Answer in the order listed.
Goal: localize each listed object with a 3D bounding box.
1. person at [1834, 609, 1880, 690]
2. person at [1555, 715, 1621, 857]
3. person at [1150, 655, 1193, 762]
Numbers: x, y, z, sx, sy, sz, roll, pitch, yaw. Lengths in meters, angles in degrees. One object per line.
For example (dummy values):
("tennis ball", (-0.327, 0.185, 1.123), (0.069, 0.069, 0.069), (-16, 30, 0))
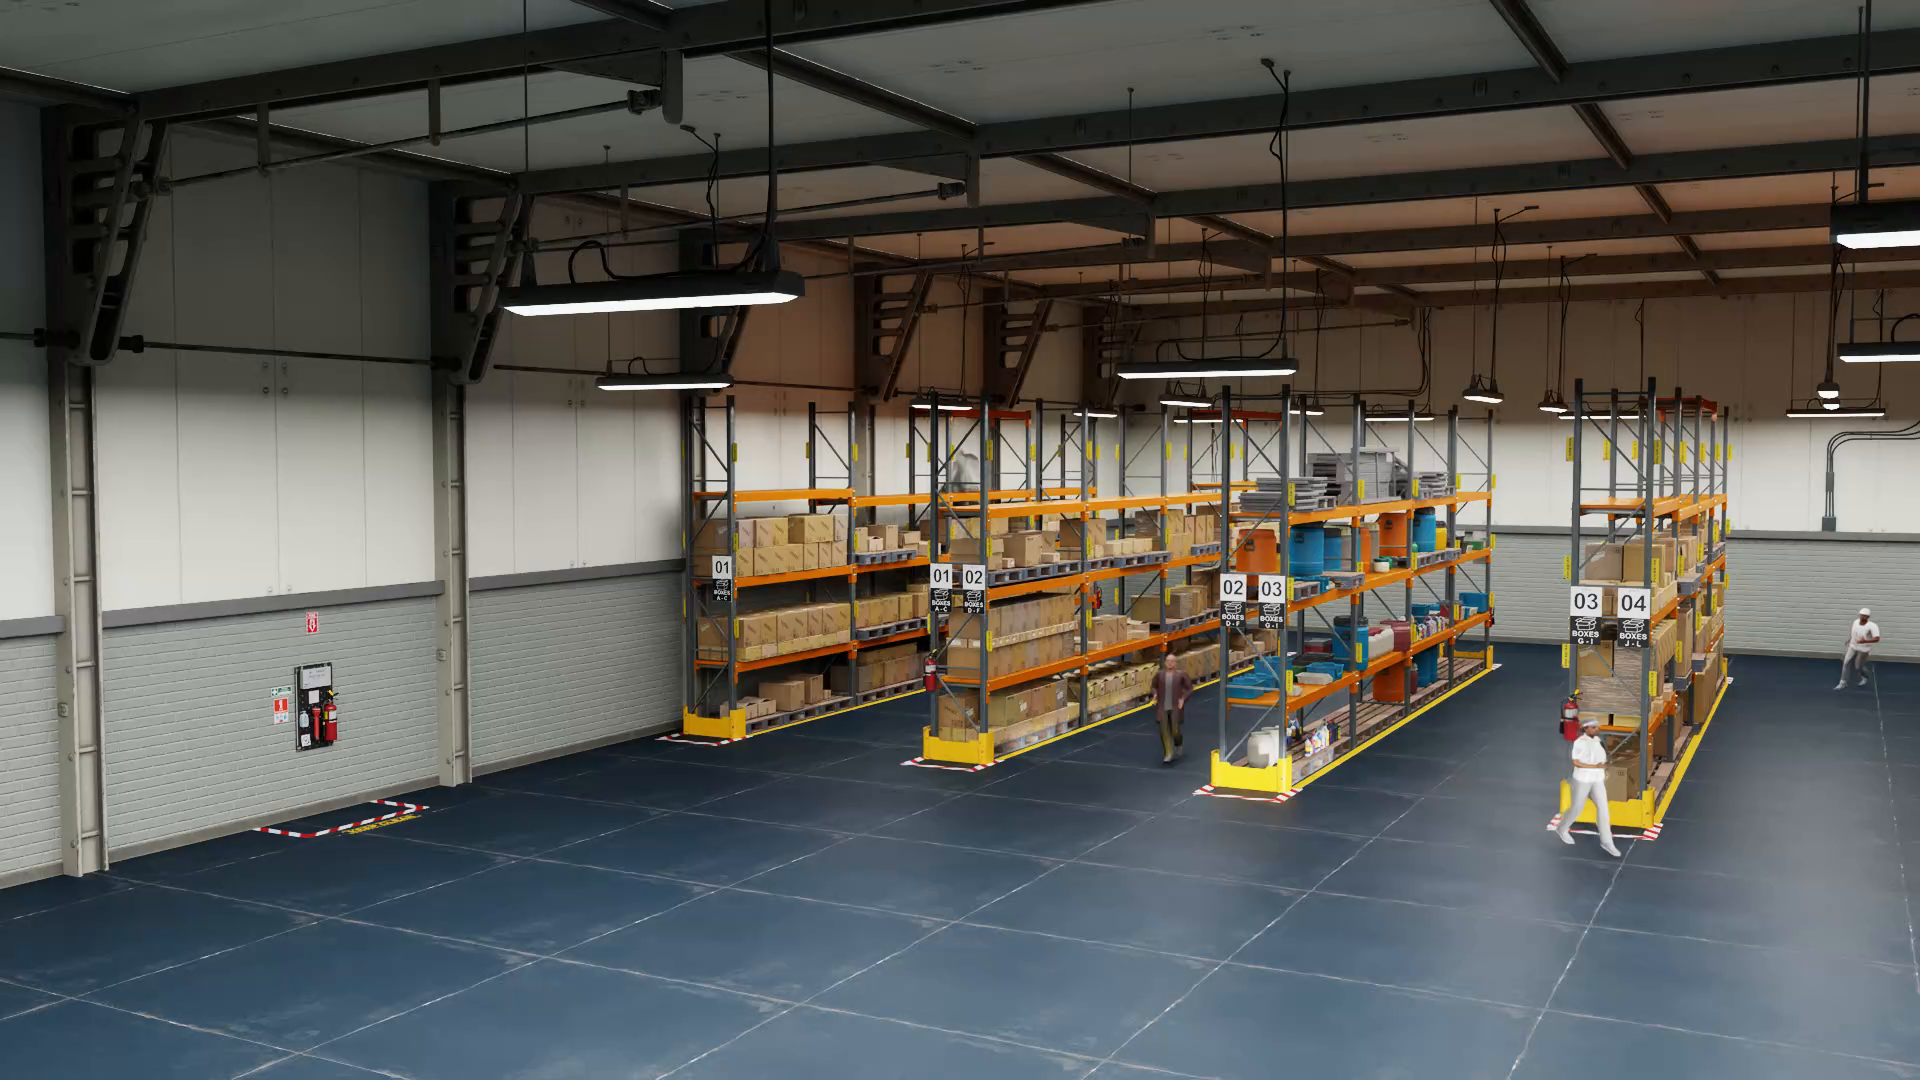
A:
("person", (18.994, 2.302, 34.997), (0.900, 1.747, 0.737), (-1, 3, -26))
("person", (7.866, 3.032, 20.811), (0.585, 1.709, 0.913), (-1, 3, -24))
("person", (3.396, 2.717, 26.902), (0.706, 1.725, 0.663), (1, 3, 19))
